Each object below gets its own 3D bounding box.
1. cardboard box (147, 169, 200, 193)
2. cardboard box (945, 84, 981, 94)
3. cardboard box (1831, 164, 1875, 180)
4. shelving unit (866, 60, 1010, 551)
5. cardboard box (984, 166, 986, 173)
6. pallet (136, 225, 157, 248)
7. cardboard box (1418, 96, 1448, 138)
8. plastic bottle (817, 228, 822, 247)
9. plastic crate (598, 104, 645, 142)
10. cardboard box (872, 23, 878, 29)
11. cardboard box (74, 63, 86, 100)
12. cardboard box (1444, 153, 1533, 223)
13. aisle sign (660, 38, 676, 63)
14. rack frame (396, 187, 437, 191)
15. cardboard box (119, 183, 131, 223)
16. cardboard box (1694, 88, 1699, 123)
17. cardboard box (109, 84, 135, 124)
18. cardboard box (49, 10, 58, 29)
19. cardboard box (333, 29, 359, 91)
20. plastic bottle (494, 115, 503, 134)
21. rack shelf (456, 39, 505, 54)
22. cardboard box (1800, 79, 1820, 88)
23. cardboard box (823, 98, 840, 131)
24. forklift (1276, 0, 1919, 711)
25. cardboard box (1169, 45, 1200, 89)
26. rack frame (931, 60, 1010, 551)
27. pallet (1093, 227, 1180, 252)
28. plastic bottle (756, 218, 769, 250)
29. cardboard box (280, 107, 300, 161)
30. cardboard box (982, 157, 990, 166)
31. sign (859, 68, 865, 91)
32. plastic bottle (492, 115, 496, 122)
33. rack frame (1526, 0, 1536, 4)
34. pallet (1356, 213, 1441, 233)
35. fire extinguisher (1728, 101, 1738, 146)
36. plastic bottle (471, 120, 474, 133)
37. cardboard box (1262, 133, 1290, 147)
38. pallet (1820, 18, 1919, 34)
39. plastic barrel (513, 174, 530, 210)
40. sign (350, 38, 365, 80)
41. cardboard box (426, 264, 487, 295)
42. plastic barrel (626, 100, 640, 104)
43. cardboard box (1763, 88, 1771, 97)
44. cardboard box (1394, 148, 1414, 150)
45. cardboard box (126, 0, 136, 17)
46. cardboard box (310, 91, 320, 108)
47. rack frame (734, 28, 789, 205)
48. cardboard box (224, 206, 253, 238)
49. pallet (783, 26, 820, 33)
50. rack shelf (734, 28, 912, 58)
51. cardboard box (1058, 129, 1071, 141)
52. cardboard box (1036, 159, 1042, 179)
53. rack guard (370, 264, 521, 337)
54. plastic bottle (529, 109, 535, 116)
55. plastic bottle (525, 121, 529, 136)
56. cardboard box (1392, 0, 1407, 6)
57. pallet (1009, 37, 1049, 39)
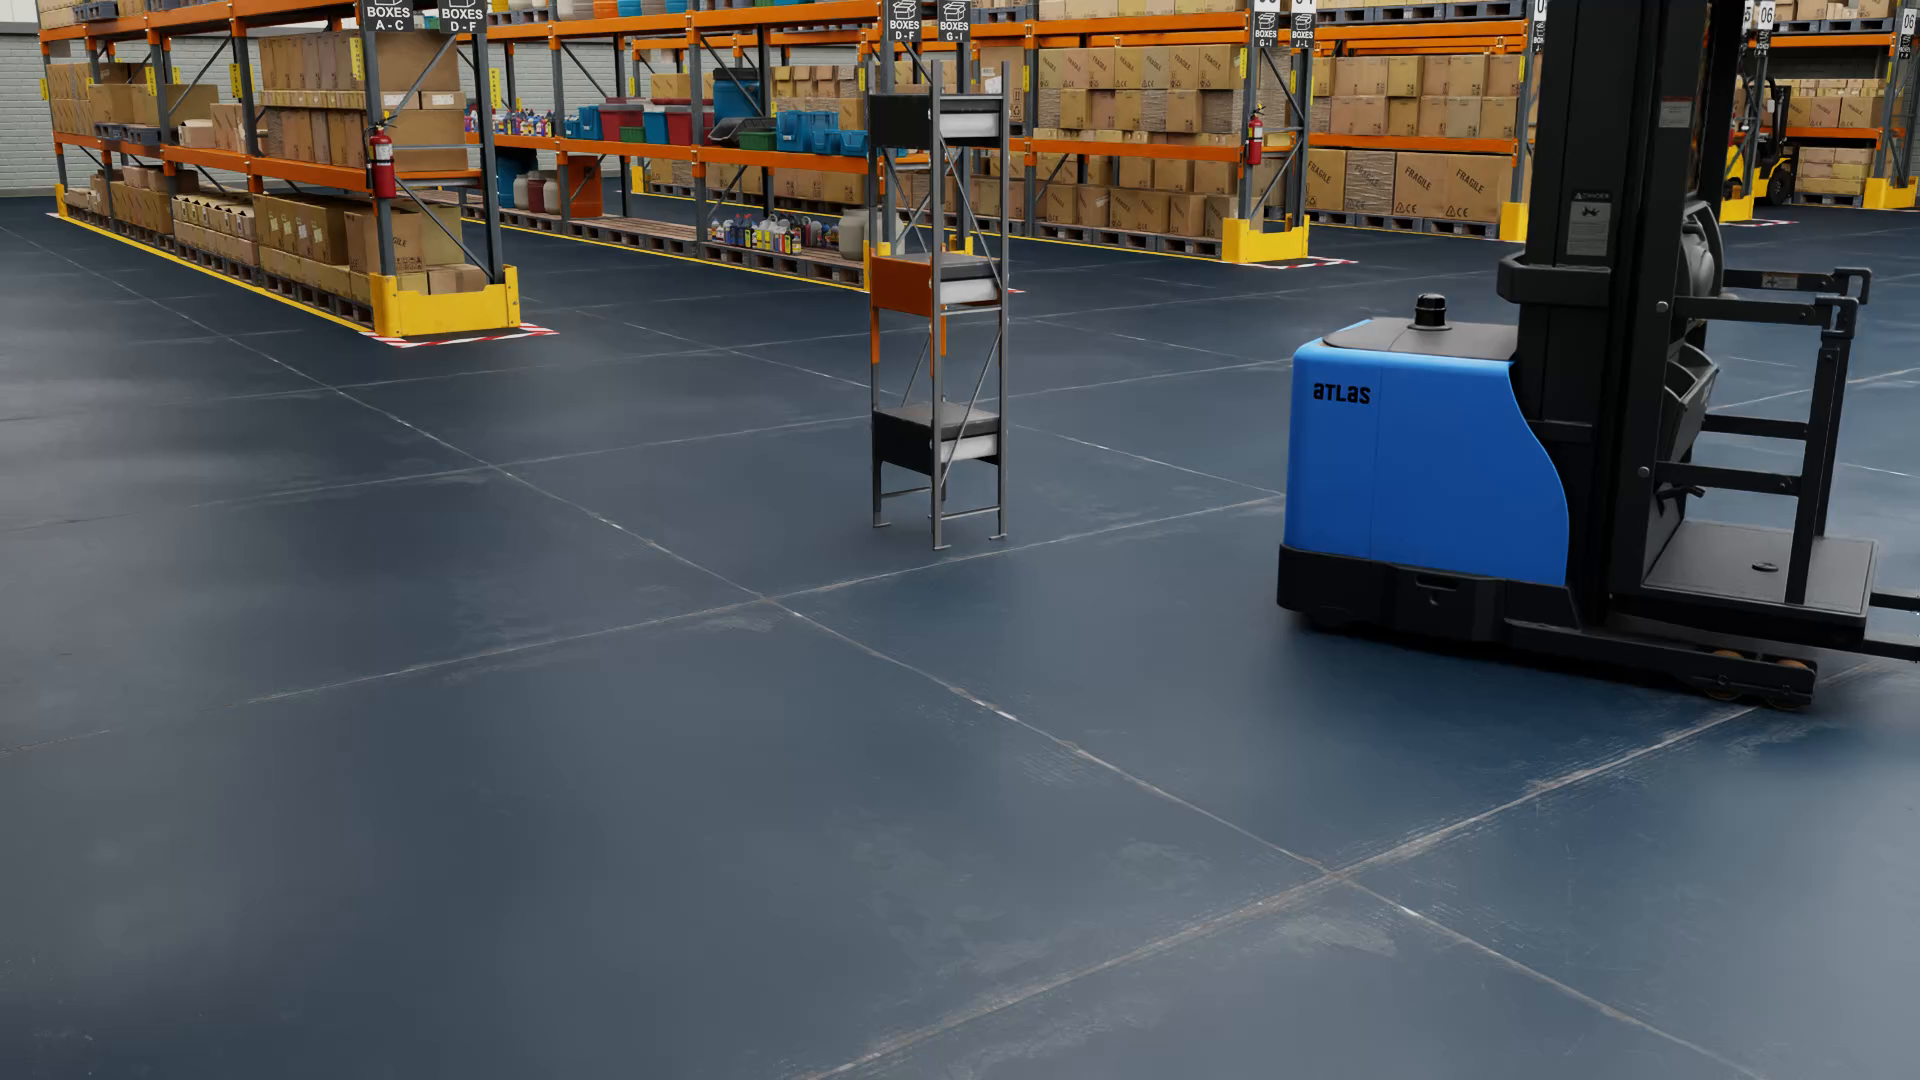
[{"bbox_3d":[-9.824,-4.487,20.769,0.500,0.250,0.500,-10,18,-32],"label":"cardboard box"},{"bbox_3d":[0.225,-6.235,23.683,0.797,0.503,0.637,-9,18,-29],"label":"cardboard box"},{"bbox_3d":[15.161,-6.255,28.214,0.500,0.250,0.500,-11,19,-35],"label":"cardboard box"},{"bbox_3d":[-0.097,-1.048,7.428,0.431,2.100,0.503,-11,19,-35],"label":"shelving unit"},{"bbox_3d":[0.511,-7.222,32.320,0.380,0.149,0.250,-11,19,-34],"label":"cardboard box"},{"bbox_3d":[-10.170,-4.025,21.881,1.003,0.211,1.213,-11,19,-35],"label":"pallet"},{"bbox_3d":[6.919,-5.919,23.235,0.875,0.550,0.550,-11,19,-35],"label":"cardboard box"},{"bbox_3d":[-1.589,-3.461,19.008,0.097,0.201,0.097,0,15,0],"label":"plastic bottle"},{"bbox_3d":[-4.336,-5.350,21.322,0.402,0.464,0.583,-11,19,-35],"label":"plastic crate"},{"bbox_3d":[-0.962,-7.716,24.686,0.500,0.250,0.500,-10,18,-34],"label":"cardboard box"},{"bbox_3d":[-12.210,-6.505,23.579,0.500,0.500,0.500,-11,19,-36],"label":"cardboard box"},{"bbox_3d":[7.290,-4.833,22.782,0.875,0.875,0.875,-11,19,-34],"label":"cardboard box"},{"bbox_3d":[-5.536,-9.505,31.698,0.394,0.787,0.004,-11,19,-35],"label":"aisle sign"},{"bbox_3d":[-9.743,-7.420,29.006,1.000,3.000,0.127,-11,19,-35],"label":"rack frame"},{"bbox_3d":[-10.990,-4.551,22.425,0.500,0.500,0.500,-11,19,-34],"label":"cardboard box"},{"bbox_3d":[11.145,-6.576,25.166,0.500,0.500,0.500,-11,19,-36],"label":"cardboard box"},{"bbox_3d":[-10.847,-5.776,22.013,0.700,0.500,0.500,-8,17,-26],"label":"cardboard box"},{"bbox_3d":[-13.076,-7.662,24.492,0.500,0.250,0.500,-11,19,-35],"label":"cardboard box"},{"bbox_3d":[-4.953,-4.134,14.352,0.700,0.500,0.500,-11,19,-36],"label":"cardboard box"},{"bbox_3d":[-6.746,-6.101,24.421,0.152,0.276,0.135,-11,19,-35],"label":"plastic bottle"},{"bbox_3d":[-8.567,-8.093,27.144,1.077,0.370,4.000,-11,19,-35],"label":"rack shelf"},{"bbox_3d":[14.644,-7.833,28.532,0.380,0.149,0.250,-10,18,-33],"label":"cardboard box"},{"bbox_3d":[-1.812,-6.703,26.197,0.500,0.500,0.500,-11,19,-35],"label":"cardboard box"},{"bbox_3d":[2.755,-1.008,5.706,3.031,2.935,1.130,9,18,29],"label":"forklift"},{"bbox_3d":[2.849,-5.632,19.823,0.500,0.500,0.500,-11,19,-35],"label":"cardboard box"},{"bbox_3d":[0.046,-0.996,7.238,0.400,2.100,0.015,-11,19,-35],"label":"rack frame"},{"bbox_3d":[2.464,-3.883,21.364,1.003,0.211,1.213,-11,19,-35],"label":"pallet"},{"bbox_3d":[-2.187,-3.425,18.591,0.144,0.351,0.185,-11,19,-35],"label":"plastic bottle"},{"bbox_3d":[-6.115,-3.933,16.074,0.700,0.500,0.500,-11,19,-35],"label":"cardboard box"},{"bbox_3d":[0.652,-7.304,32.057,0.380,0.149,0.250,-10,18,-32],"label":"cardboard box"},{"bbox_3d":[-1.480,-6.953,25.103,0.100,0.325,0.005,-11,19,-35],"label":"sign"},{"bbox_3d":[-6.883,-6.151,24.602,0.152,0.276,0.135,-11,19,-35],"label":"plastic bottle"},{"bbox_3d":[7.743,-8.415,21.274,1.000,3.000,0.127,-11,19,-35],"label":"rack frame"},{"bbox_3d":[6.496,-4.595,23.964,1.003,0.211,1.213,-11,19,-35],"label":"pallet"},{"bbox_3d":[11.382,-6.178,24.611,0.296,0.674,0.183,-11,19,-35],"label":"fire extinguisher"},{"bbox_3d":[-7.359,-6.276,25.199,0.097,0.201,0.097,0,15,0],"label":"plastic bottle"},{"bbox_3d":[3.696,-4.749,19.722,0.380,0.149,0.250,-11,19,-35],"label":"cardboard box"},{"bbox_3d":[15.305,-8.641,27.952,1.003,0.211,1.213,-11,19,-35],"label":"pallet"},{"bbox_3d":[-6.409,-5.164,24.680,0.421,0.512,0.421,0,15,0],"label":"plastic barrel"},{"bbox_3d":[-4.791,-3.827,13.236,0.100,0.325,0.005,-11,19,-35],"label":"sign"},{"bbox_3d":[-4.480,-2.261,14.569,0.500,0.250,0.500,-11,19,-35],"label":"cardboard box"},{"bbox_3d":[-4.261,-5.580,22.068,0.421,0.512,0.421,0,15,0],"label":"plastic barrel"},{"bbox_3d":[14.216,-7.855,29.176,0.380,0.149,0.250,-11,19,-36],"label":"cardboard box"},{"bbox_3d":[9.658,-8.172,35.692,0.500,0.500,0.500,-12,19,-37],"label":"cardboard box"},{"bbox_3d":[-9.632,-6.636,20.268,0.910,0.500,0.500,-11,19,-35],"label":"cardboard box"},{"bbox_3d":[-5.637,-3.980,15.017,0.380,0.149,0.250,-11,19,-35],"label":"cardboard box"},{"bbox_3d":[-3.385,-7.335,28.694,1.000,3.000,0.127,-11,19,-35],"label":"rack frame"},{"bbox_3d":[-7.477,-3.389,17.627,0.500,0.311,0.500,-10,18,-33],"label":"cardboard box"},{"bbox_3d":[-2.114,-8.204,26.545,1.003,0.211,1.213,-10,18,-32],"label":"pallet"},{"bbox_3d":[-2.209,-8.008,26.833,1.077,0.370,4.000,-11,19,-35],"label":"rack shelf"},{"bbox_3d":[1.508,-5.309,21.765,0.380,0.149,0.250,-11,19,-35],"label":"cardboard box"},{"bbox_3d":[1.538,-6.659,30.163,0.500,0.500,0.500,-10,18,-34],"label":"cardboard box"},{"bbox_3d":[-4.330,-2.025,14.028,1.175,0.500,0.348,-11,19,-35],"label":"rack guard"},{"bbox_3d":[-6.477,-6.358,25.216,0.144,0.351,0.185,-11,19,-35],"label":"plastic bottle"},{"bbox_3d":[-6.097,-5.817,23.524,0.097,0.201,0.097,0,15,0],"label":"plastic bottle"},{"bbox_3d":[6.224,-7.496,23.091,0.380,0.149,0.250,-11,19,-34],"label":"cardboard box"},{"bbox_3d":[1.576,-9.070,29.707,1.213,0.211,1.003,-11,19,-35],"label":"pallet"}]
